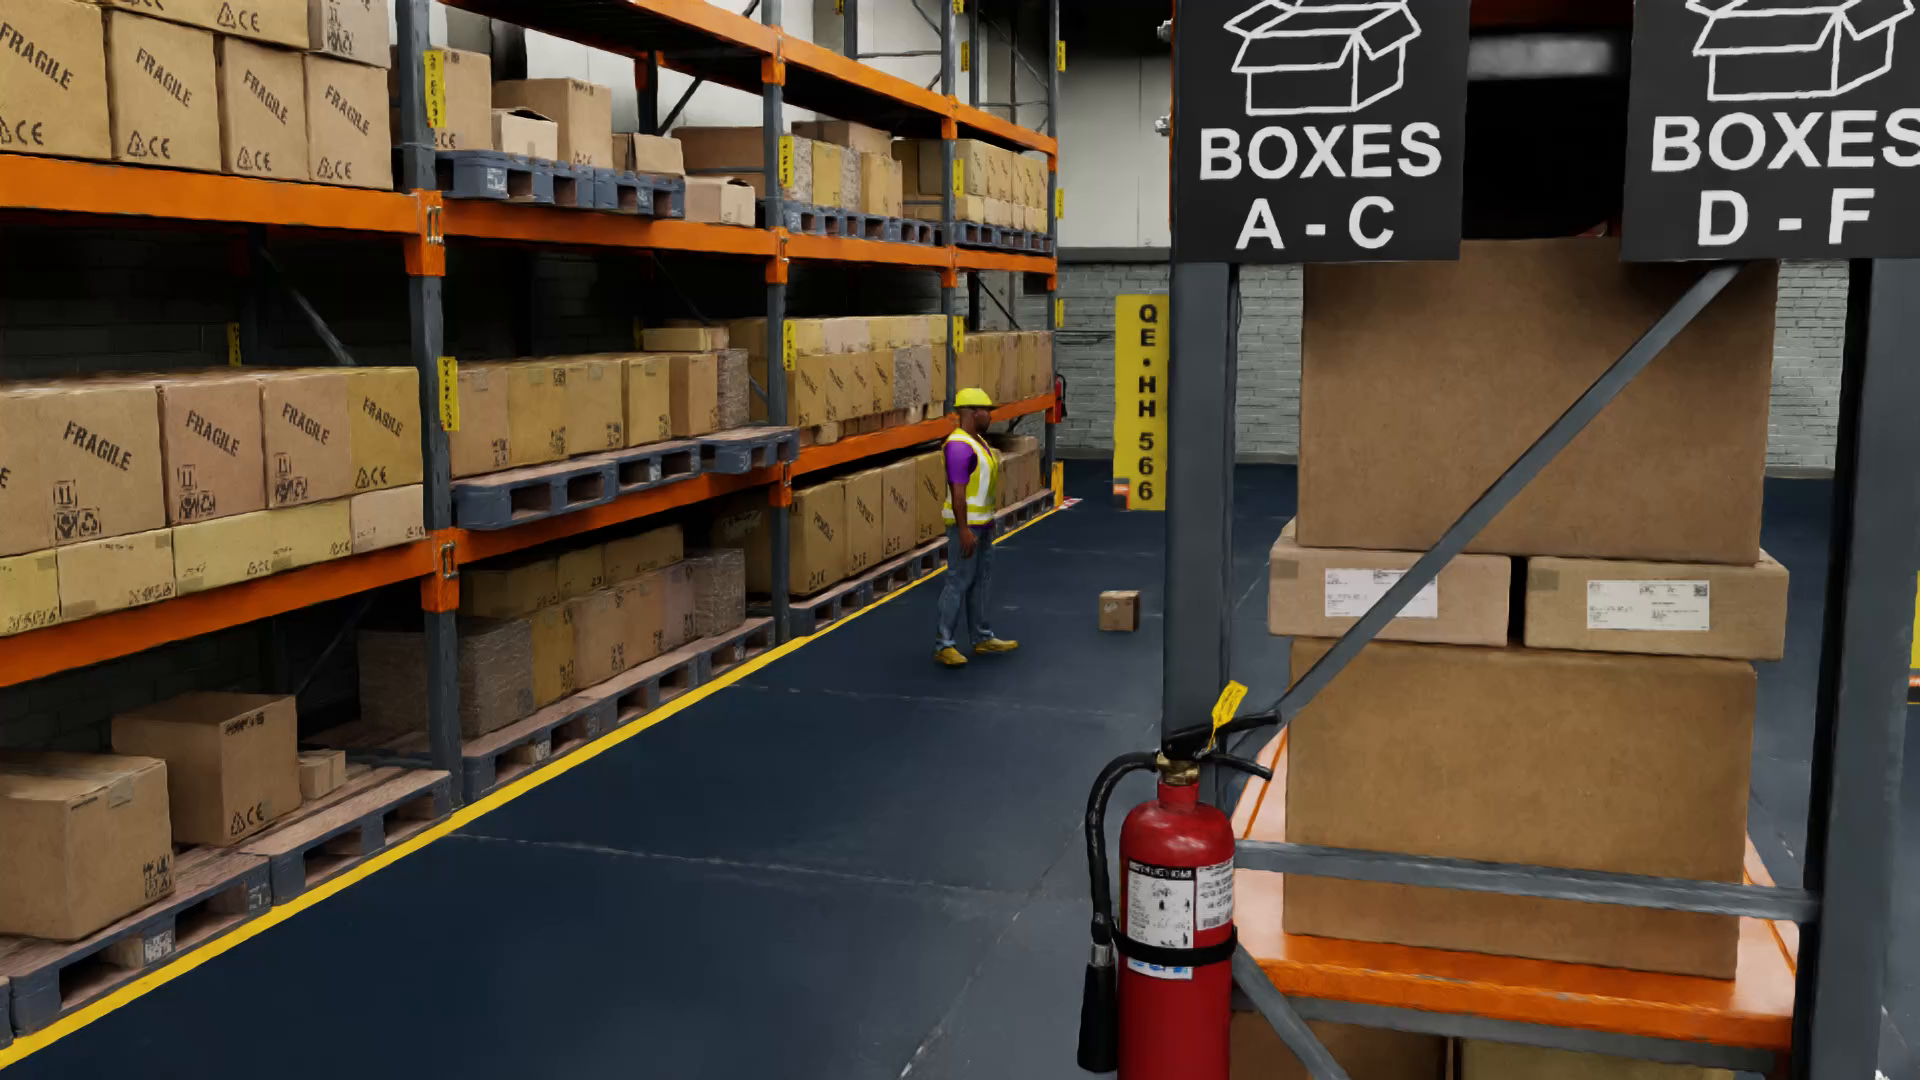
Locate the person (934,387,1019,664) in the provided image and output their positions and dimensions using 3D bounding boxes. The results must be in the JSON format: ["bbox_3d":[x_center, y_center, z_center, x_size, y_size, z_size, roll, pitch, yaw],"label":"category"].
[{"bbox_3d":[0.104,-0.105,10.801,0.494,1.768,0.651,2,9,15],"label":"person"}]
